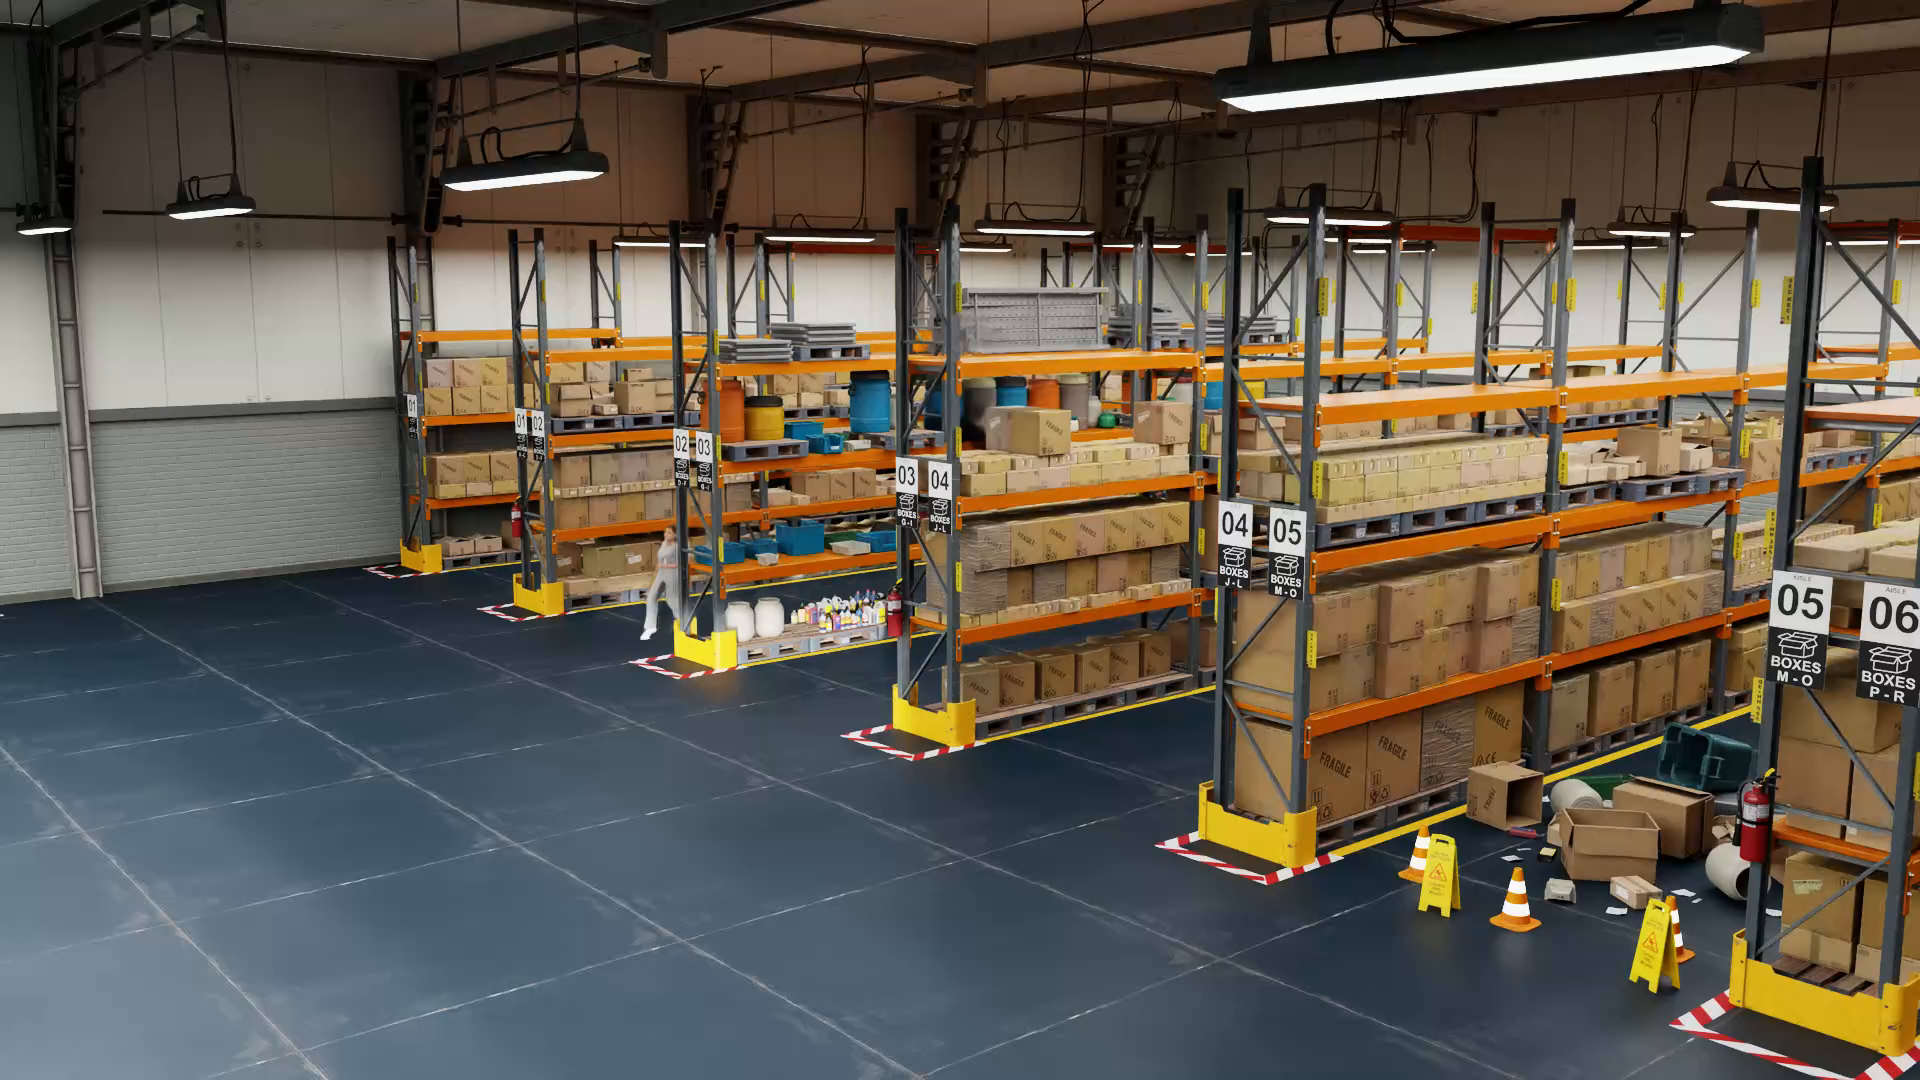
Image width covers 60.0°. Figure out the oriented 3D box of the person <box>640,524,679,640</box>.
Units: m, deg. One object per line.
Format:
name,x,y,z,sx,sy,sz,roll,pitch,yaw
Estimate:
person,-4.255,0.602,24.455,0.583,1.694,0.867,5,10,30
